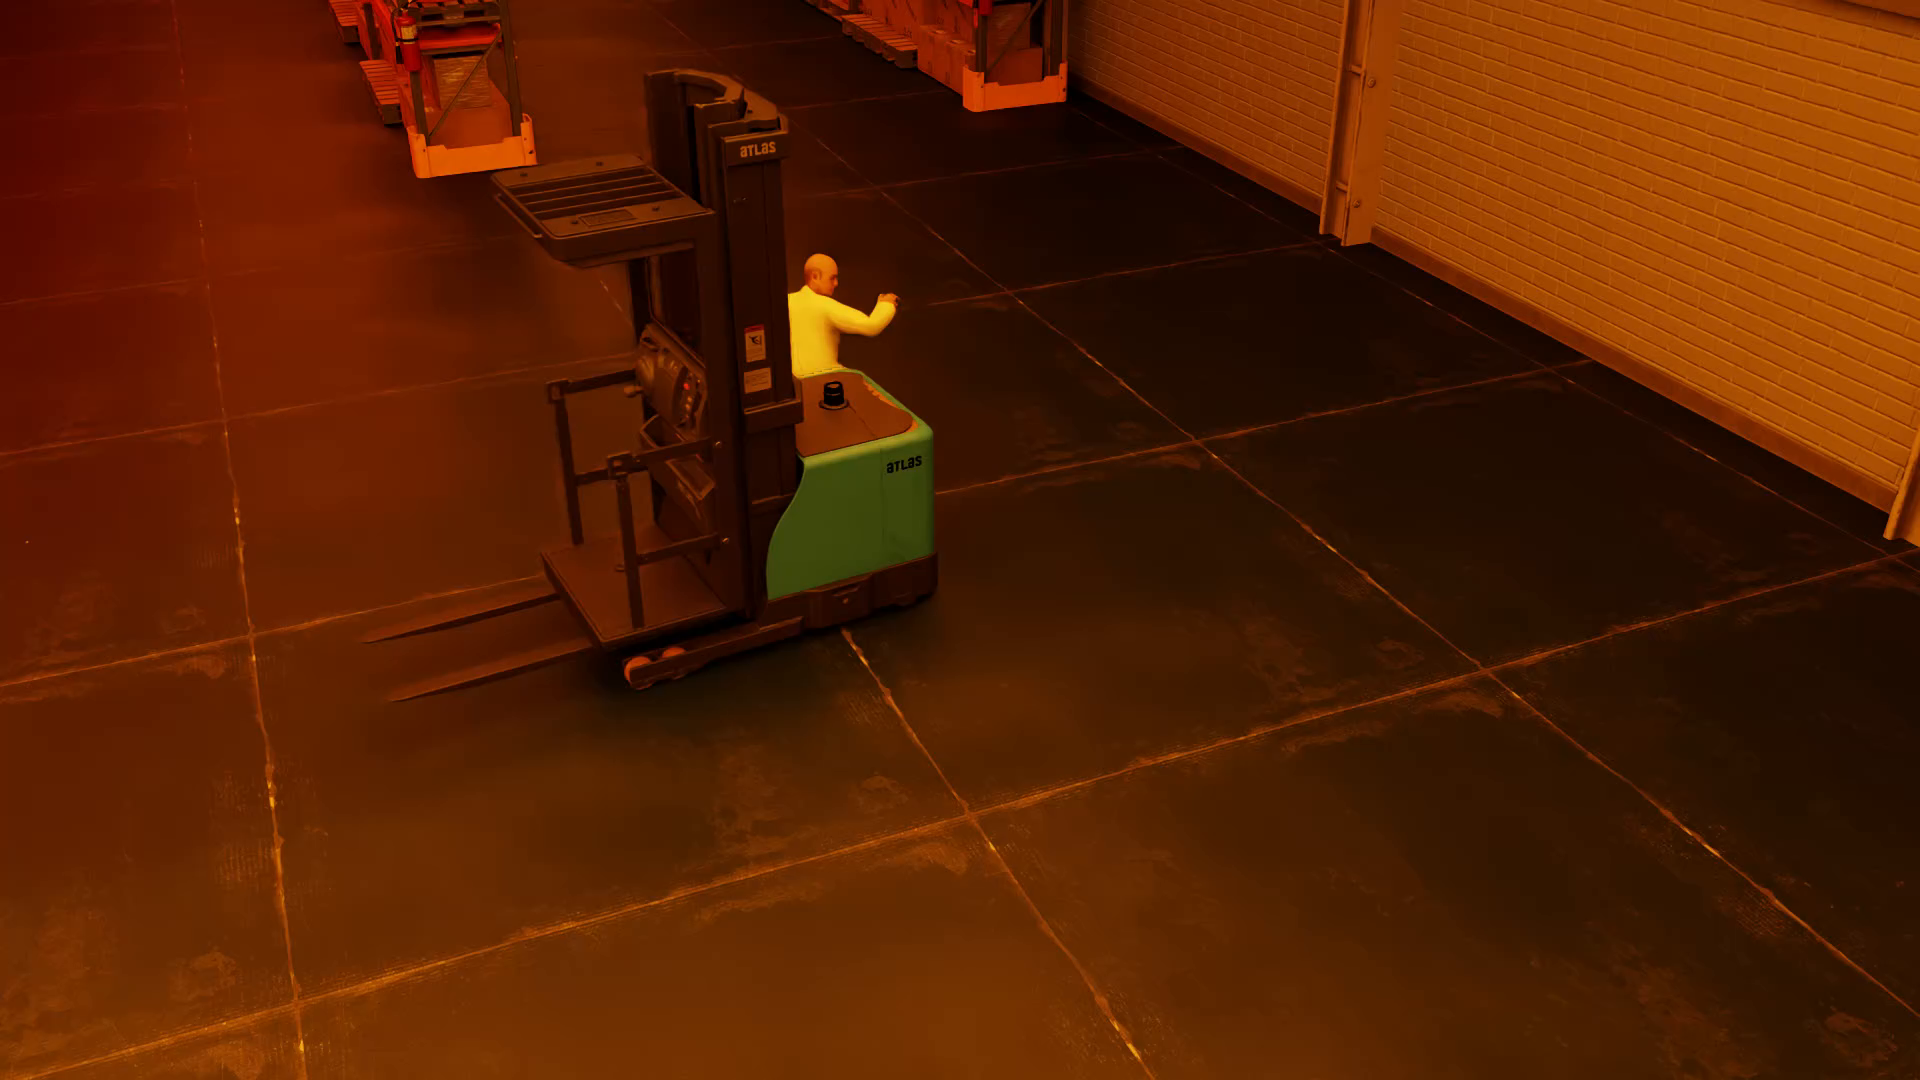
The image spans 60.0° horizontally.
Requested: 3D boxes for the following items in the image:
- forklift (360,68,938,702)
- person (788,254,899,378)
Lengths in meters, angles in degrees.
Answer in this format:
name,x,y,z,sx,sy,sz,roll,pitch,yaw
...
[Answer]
name,x,y,z,sx,sy,sz,roll,pitch,yaw
forklift,-1.667,-0.792,8.504,3.031,2.935,1.130,-16,33,-25
person,-0.779,-1.096,10.551,0.829,1.452,1.074,7,30,12
